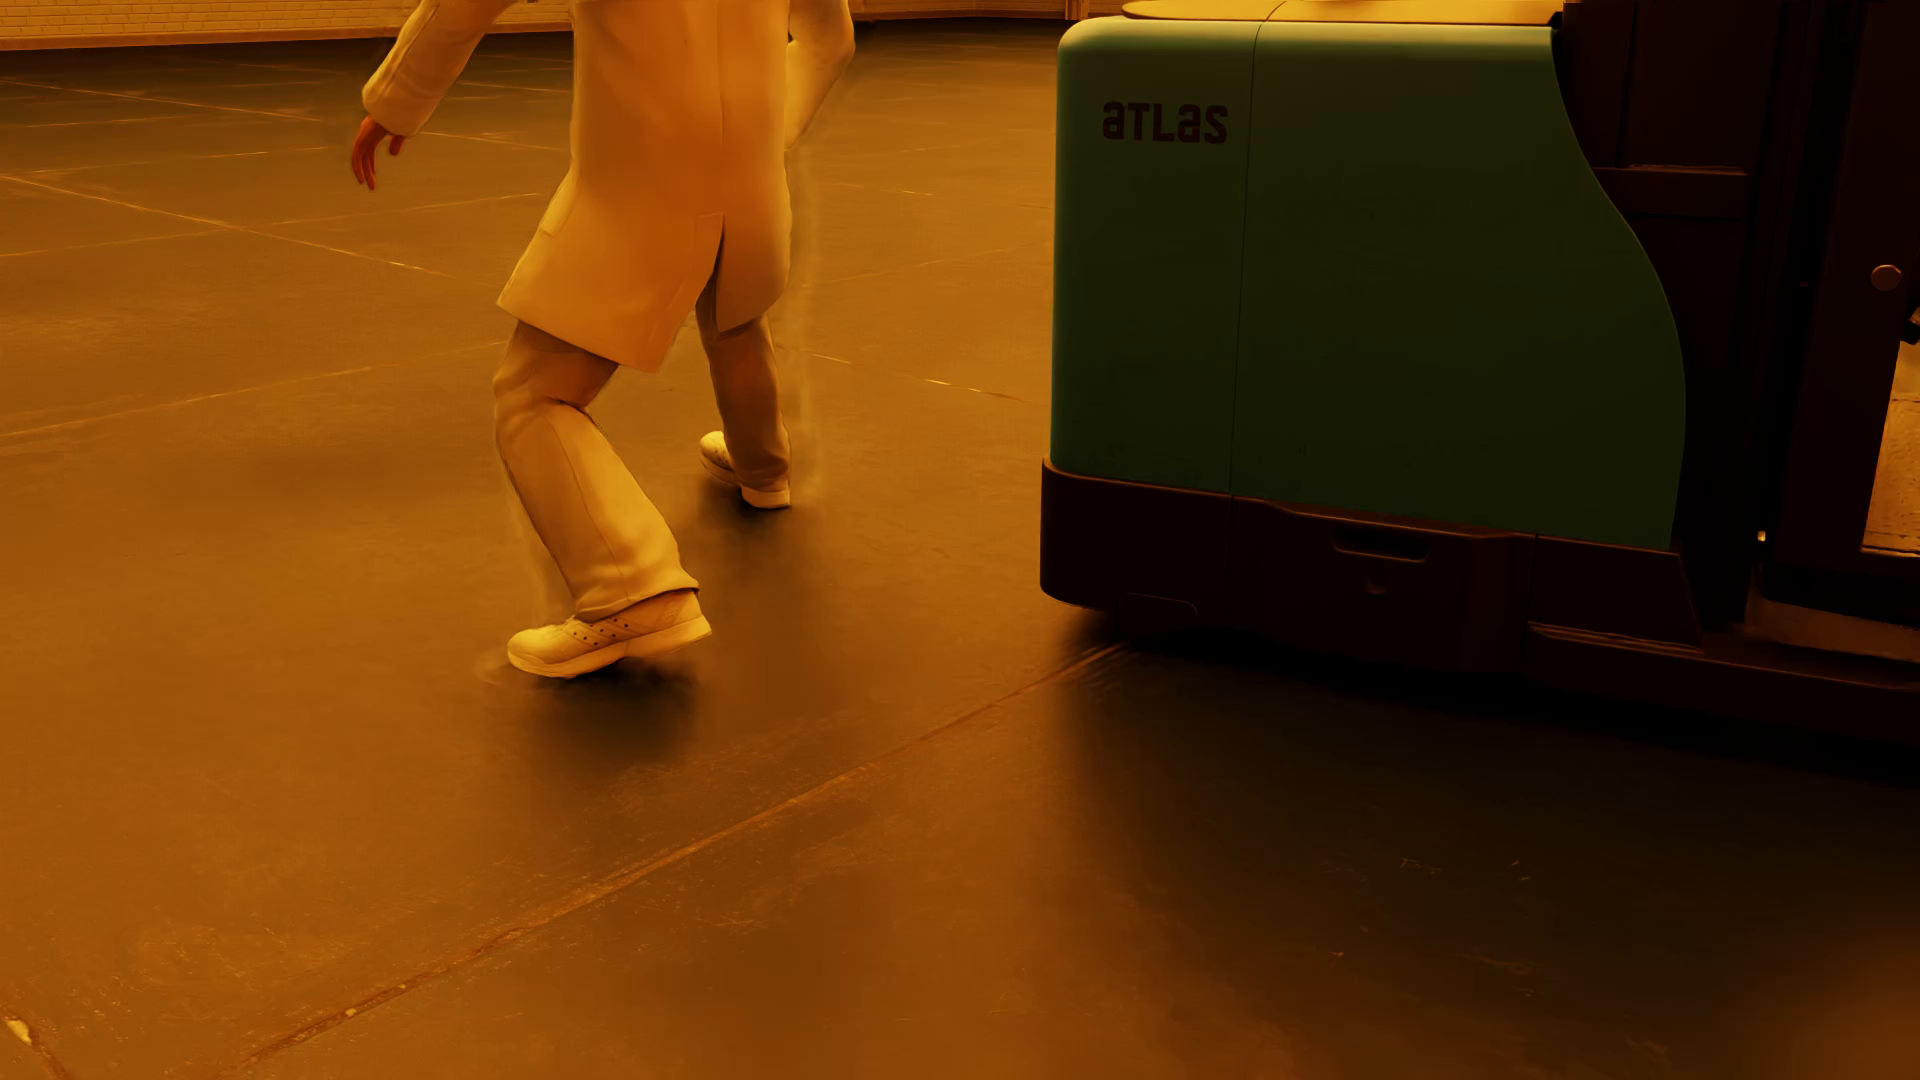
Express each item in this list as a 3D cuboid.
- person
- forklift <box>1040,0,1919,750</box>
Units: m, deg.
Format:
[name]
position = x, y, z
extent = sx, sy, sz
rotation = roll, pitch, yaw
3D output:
[person]
position = -0.605, -0.691, 3.113
extent = 0.977, 1.626, 1.036
rotation = -16, 25, -38
[forklift]
position = 1.709, -1.165, 2.428
extent = 3.031, 2.935, 1.130
rotation = 8, 21, 23
